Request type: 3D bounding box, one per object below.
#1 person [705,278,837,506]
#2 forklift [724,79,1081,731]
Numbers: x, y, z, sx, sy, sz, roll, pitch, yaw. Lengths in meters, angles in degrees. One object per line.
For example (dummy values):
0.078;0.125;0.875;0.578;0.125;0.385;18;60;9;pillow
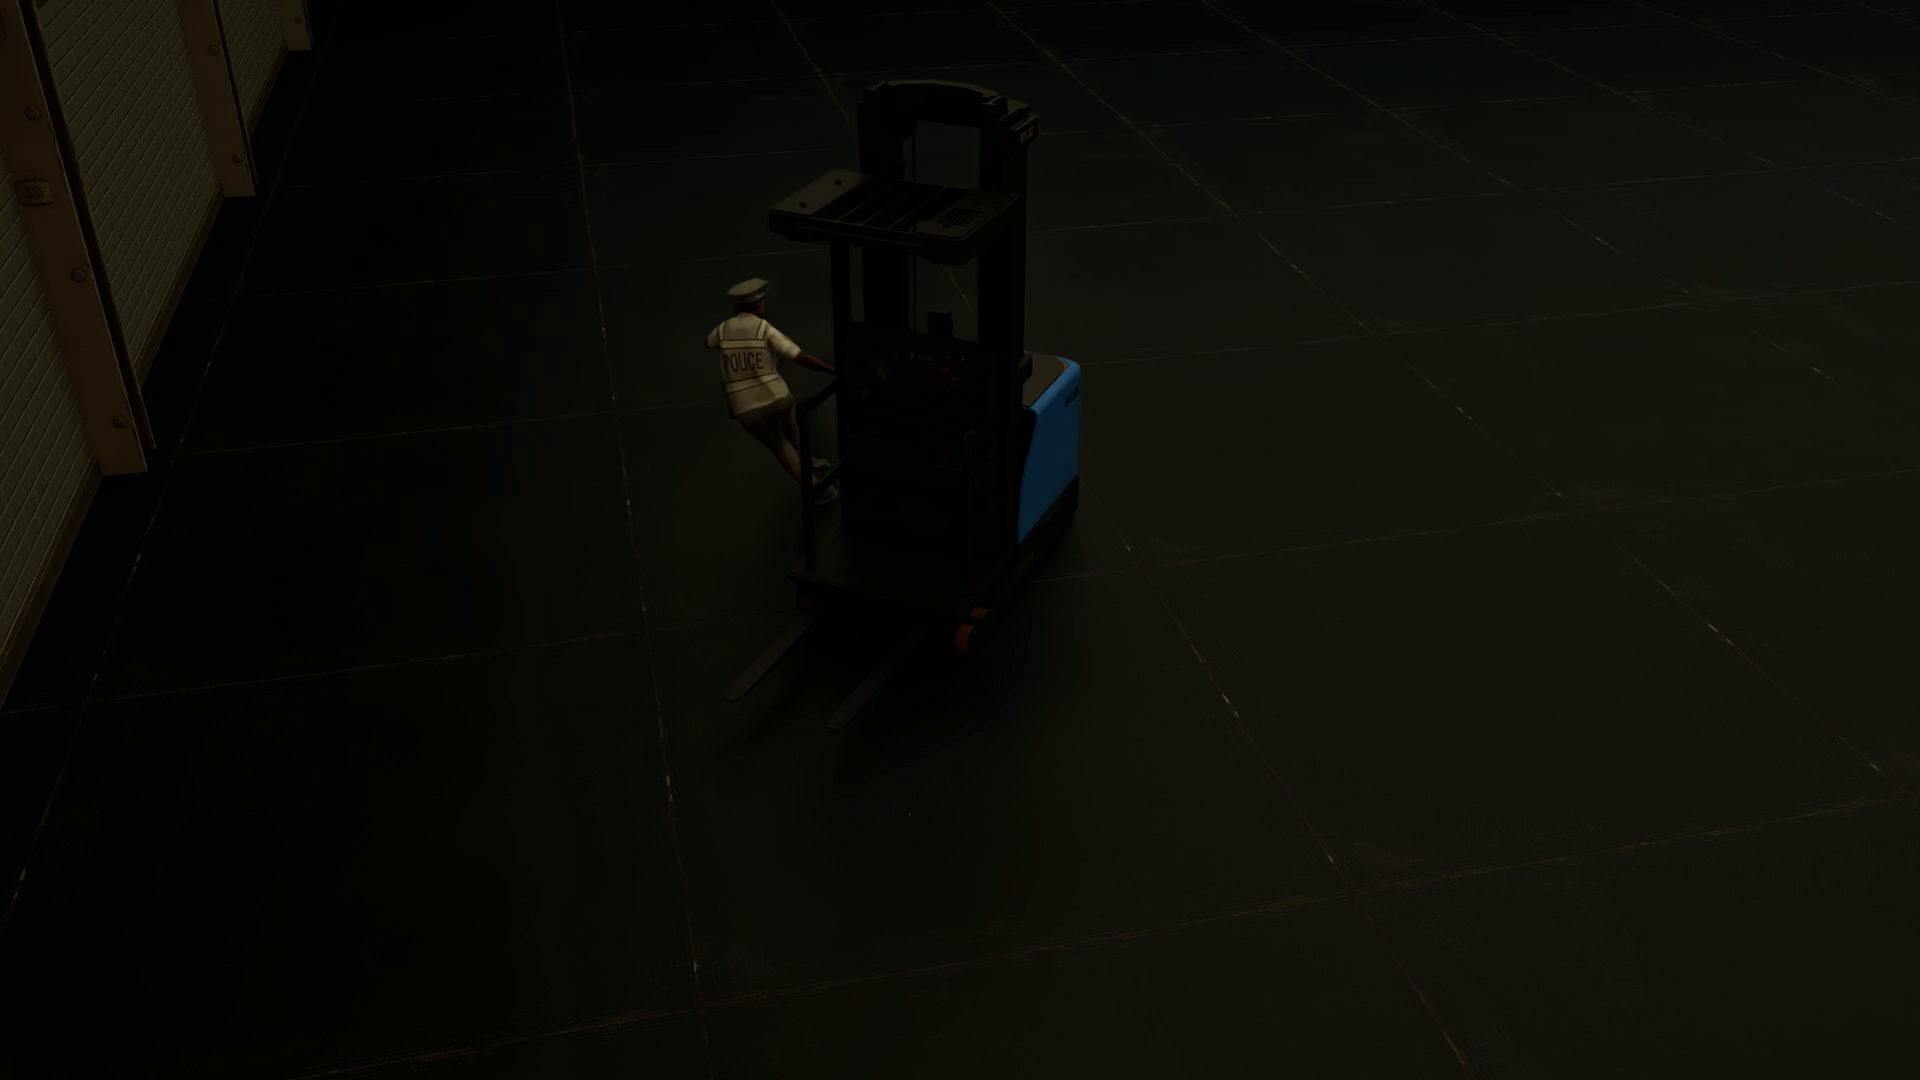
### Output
-1.191;-0.974;10.782;0.899;1.426;0.848;-2;30;-4;person
-0.303;-0.874;9.085;1.130;2.935;3.031;13;32;21;forklift
